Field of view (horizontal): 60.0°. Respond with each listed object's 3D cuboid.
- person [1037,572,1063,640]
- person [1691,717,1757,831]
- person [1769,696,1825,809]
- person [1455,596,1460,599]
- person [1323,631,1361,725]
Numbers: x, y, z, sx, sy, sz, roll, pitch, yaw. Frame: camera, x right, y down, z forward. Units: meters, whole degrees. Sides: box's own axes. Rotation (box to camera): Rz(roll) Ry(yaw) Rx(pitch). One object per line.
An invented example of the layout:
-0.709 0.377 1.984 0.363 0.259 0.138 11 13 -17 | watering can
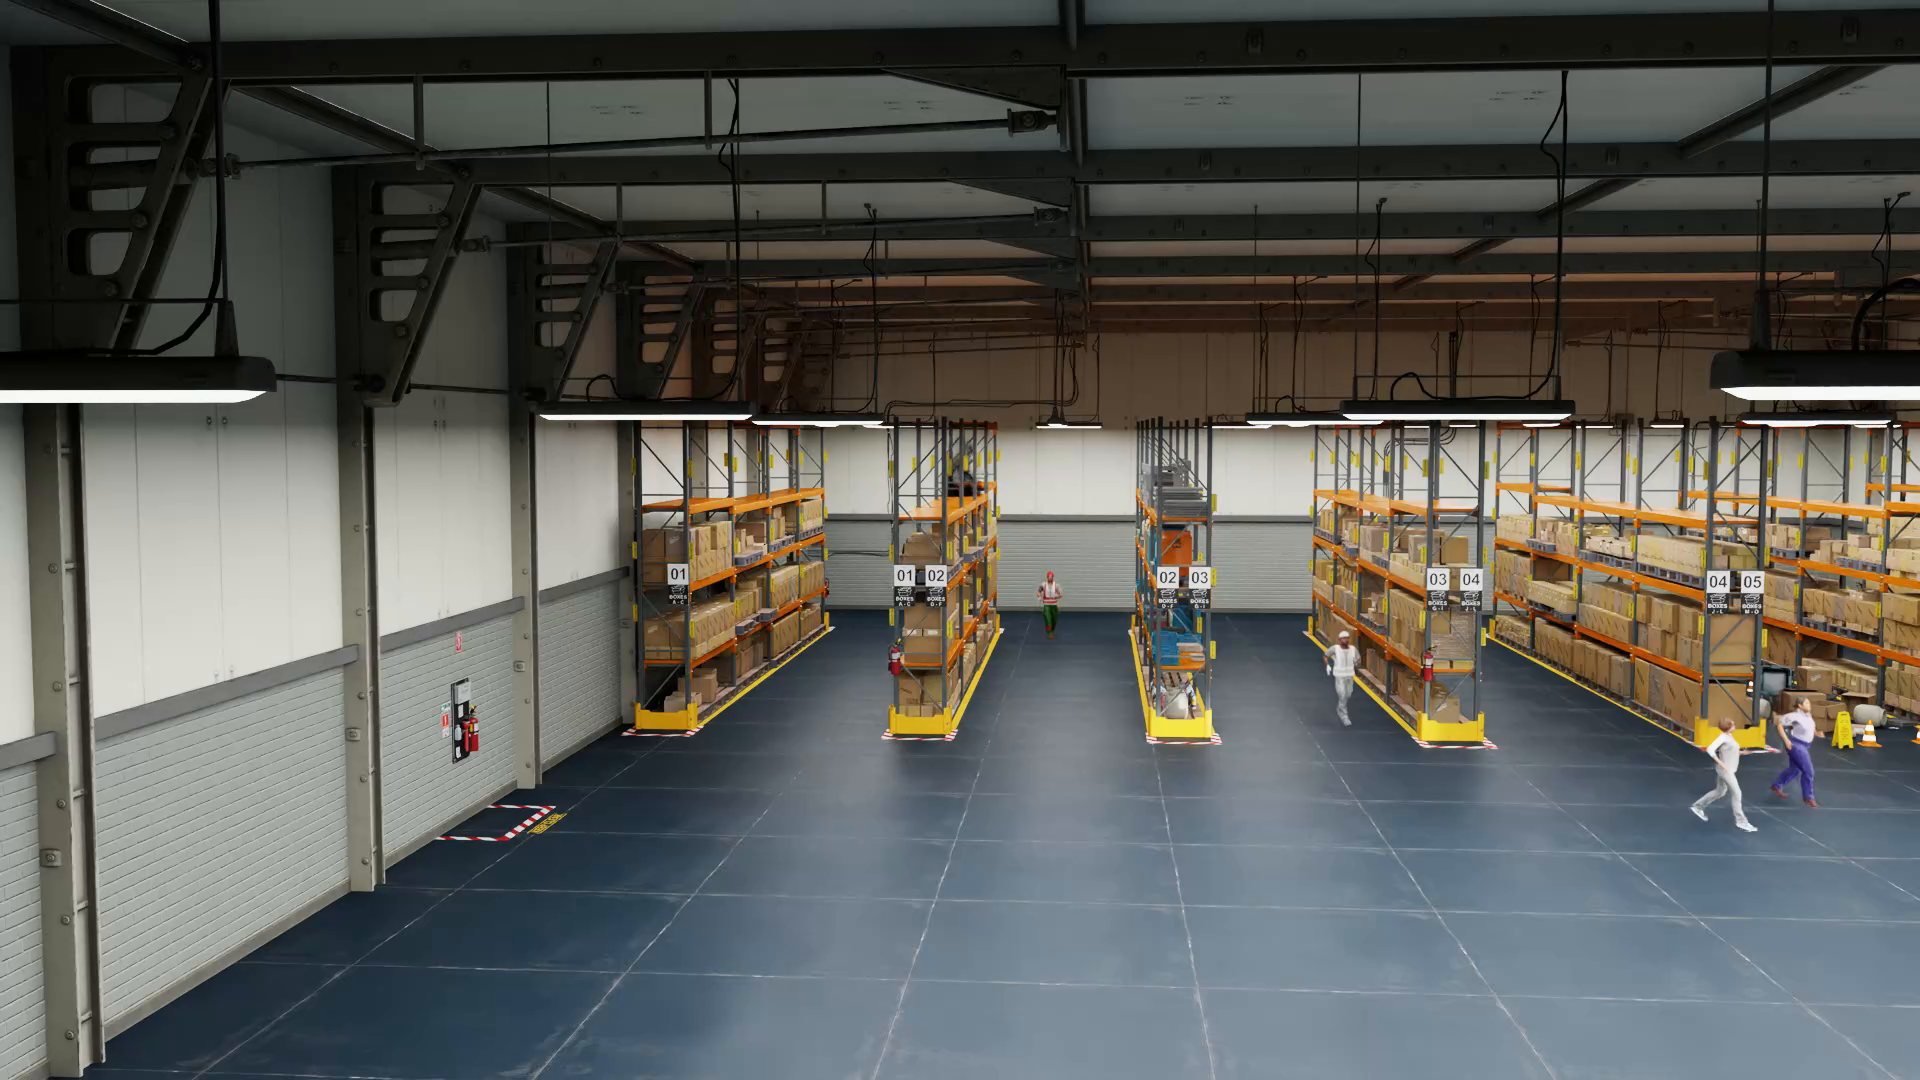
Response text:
2.365 1.717 43.601 0.669 1.778 0.856 0 4 -3 | person
10.998 3.338 23.904 0.878 1.596 0.531 2 4 29 | person
12.883 3.237 25.581 0.597 1.690 0.814 -4 5 -45 | person
13.420 2.002 44.553 0.757 1.635 0.679 0 4 6 | person
7.520 2.672 32.577 0.670 1.776 0.986 -1 4 -9 | person
